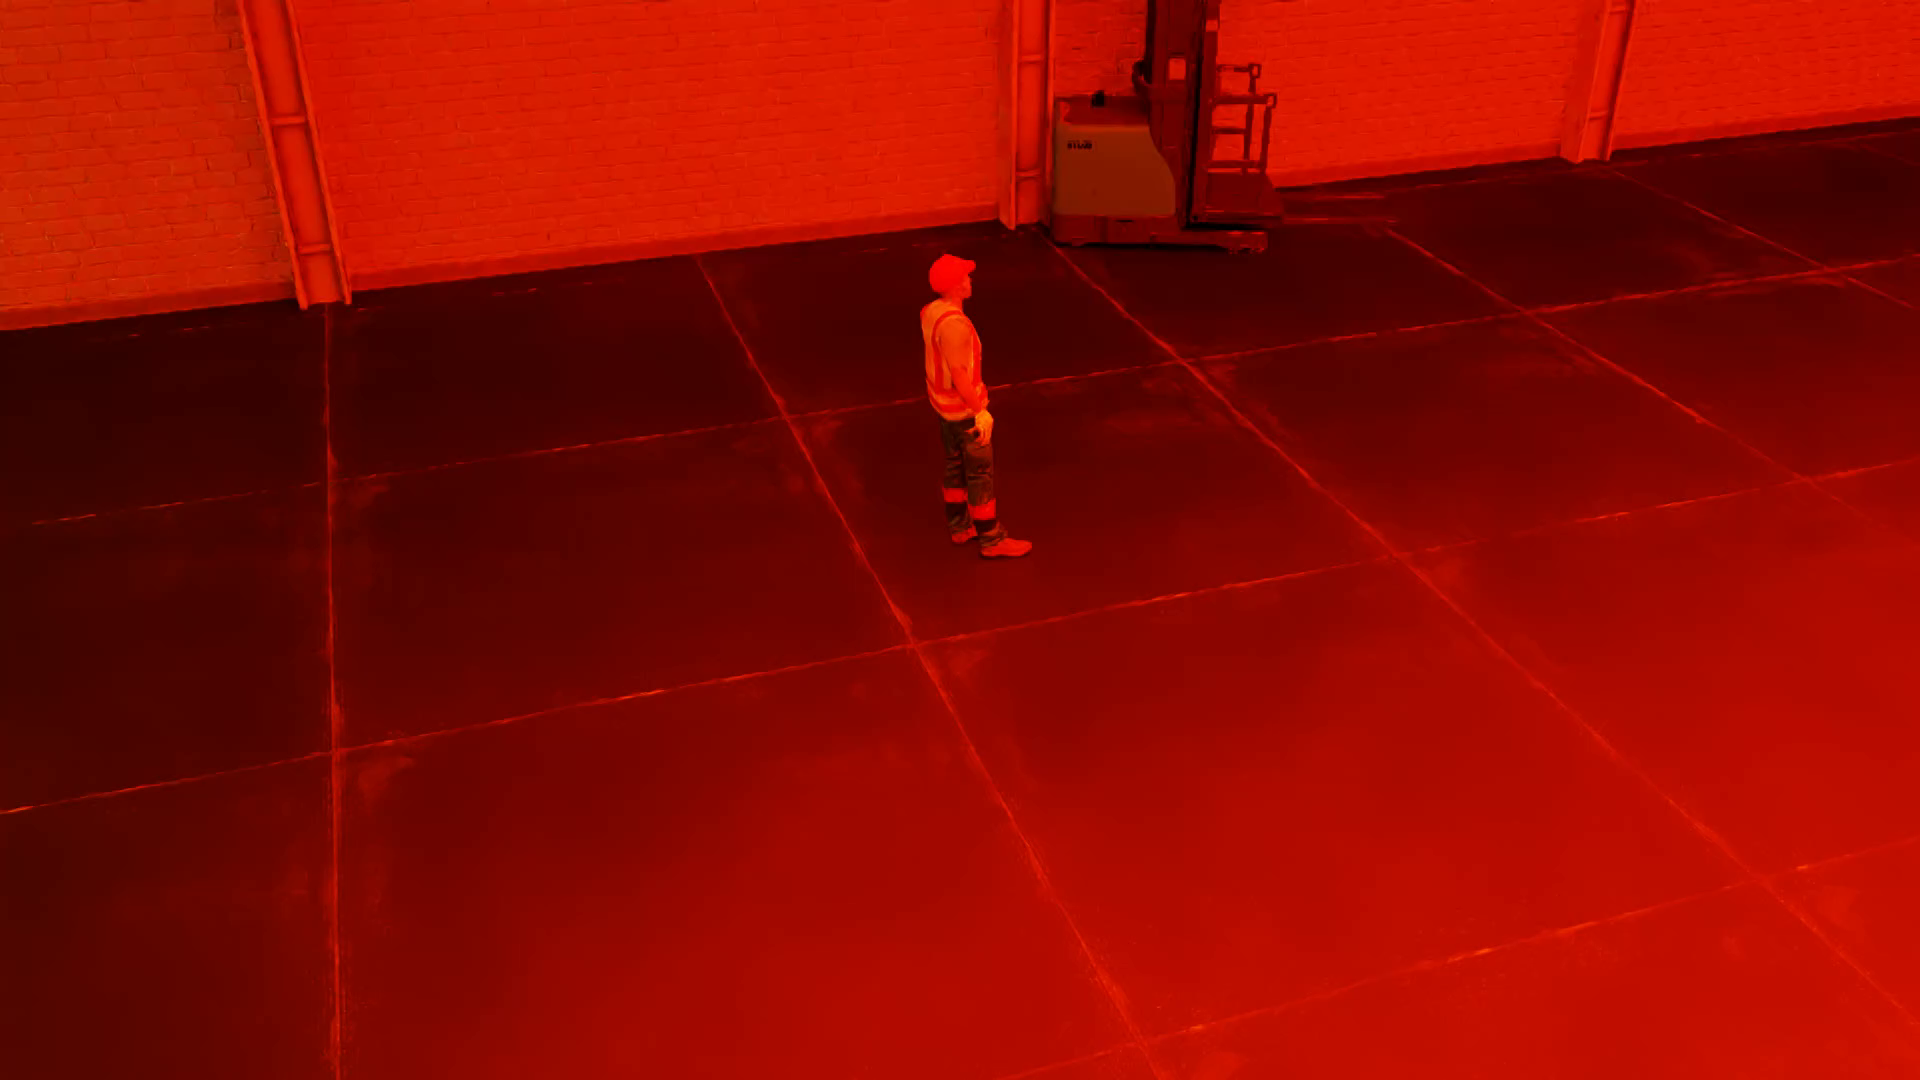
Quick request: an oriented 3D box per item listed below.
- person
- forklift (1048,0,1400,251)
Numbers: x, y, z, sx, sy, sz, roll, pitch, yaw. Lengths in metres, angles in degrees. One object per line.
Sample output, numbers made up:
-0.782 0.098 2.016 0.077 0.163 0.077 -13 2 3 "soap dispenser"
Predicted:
0.080 -0.789 9.589 0.563 1.787 0.637 -10 31 -16 "person"
2.302 -4.032 14.095 3.031 2.935 1.130 1 30 1 "forklift"
